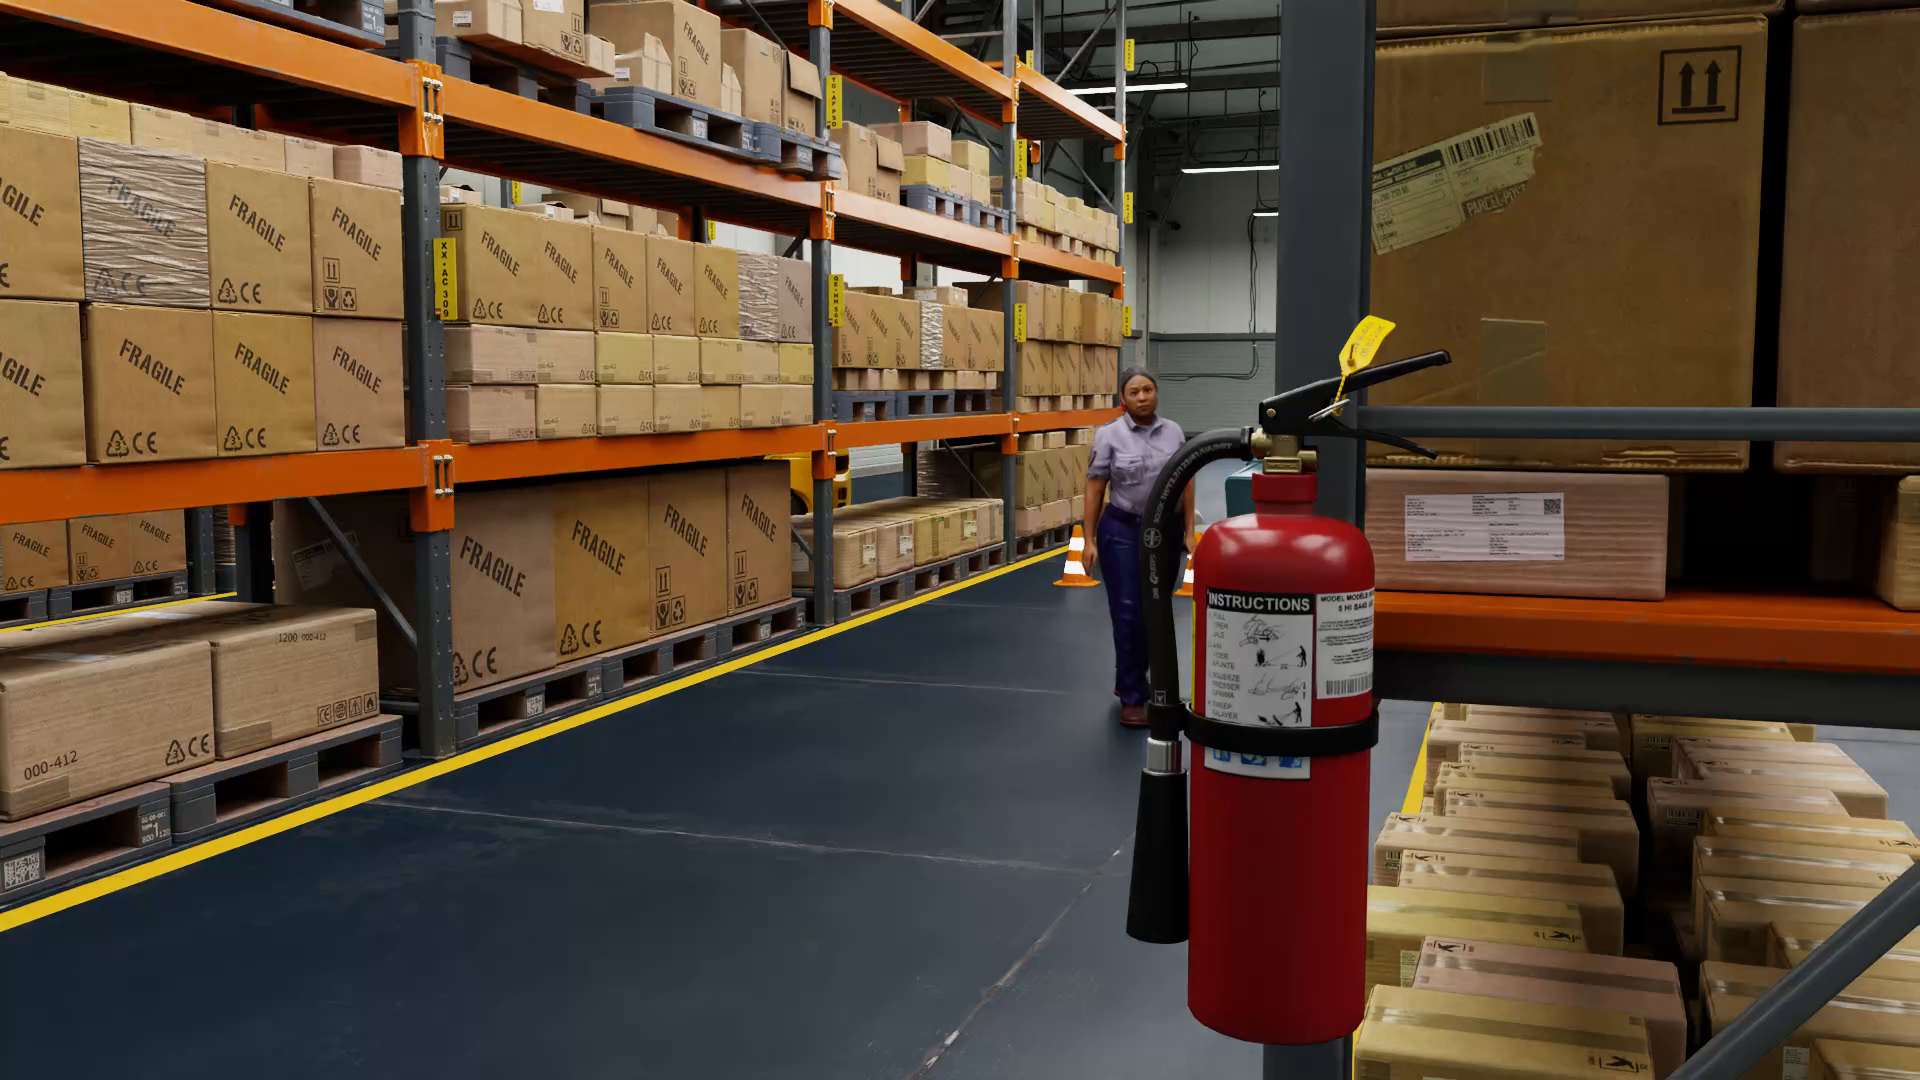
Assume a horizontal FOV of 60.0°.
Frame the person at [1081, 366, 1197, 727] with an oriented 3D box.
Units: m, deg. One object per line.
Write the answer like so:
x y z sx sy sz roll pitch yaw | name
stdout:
0.827 0.010 7.768 0.561 1.637 0.609 -2 6 -21 | person
